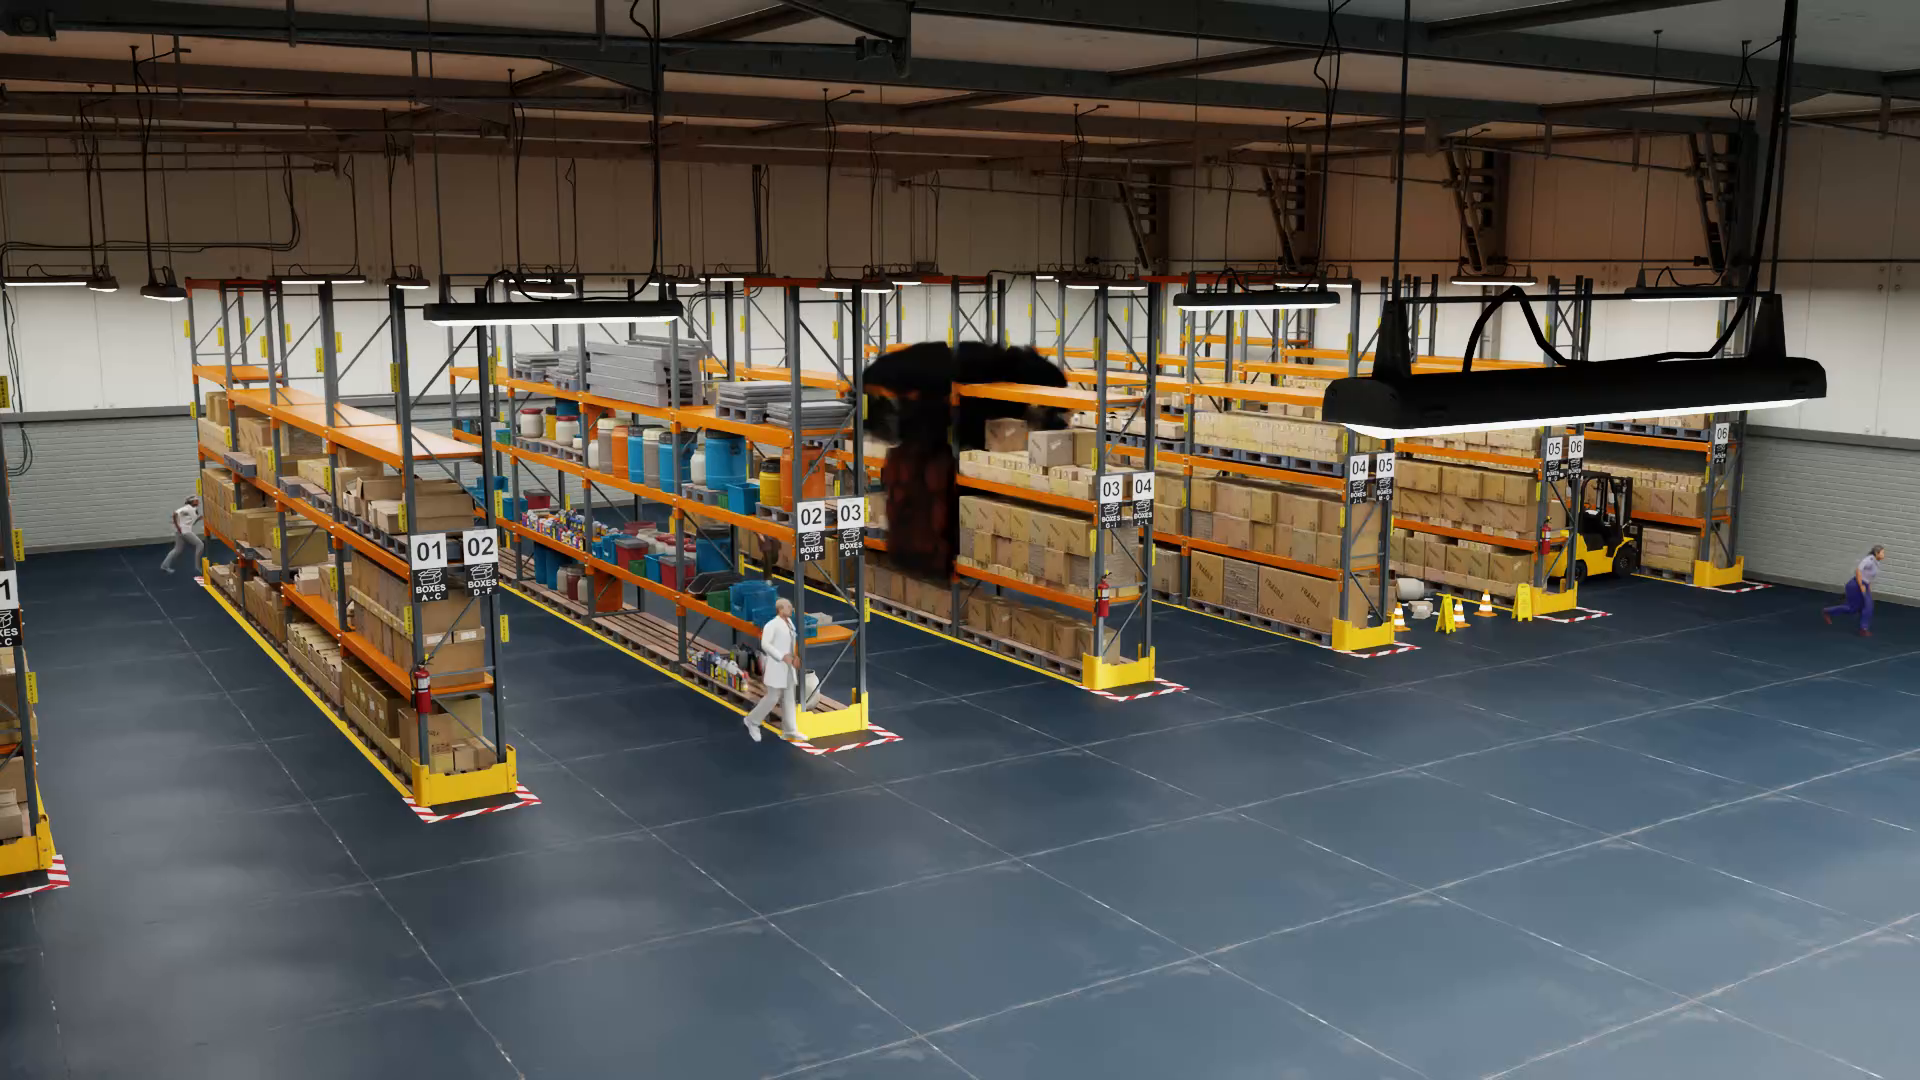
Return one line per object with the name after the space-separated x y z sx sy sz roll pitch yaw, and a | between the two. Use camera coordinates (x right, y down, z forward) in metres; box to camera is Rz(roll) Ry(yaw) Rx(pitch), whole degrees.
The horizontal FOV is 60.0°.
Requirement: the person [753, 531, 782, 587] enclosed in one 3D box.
-3.638 -0.034 31.293 0.711 1.768 0.716 -4 11 -25 | person

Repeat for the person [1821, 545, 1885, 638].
15.244 0.858 28.404 0.897 1.586 0.615 6 11 33 | person

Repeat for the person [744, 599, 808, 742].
-2.280 1.652 21.283 0.882 1.812 0.772 4 10 21 | person

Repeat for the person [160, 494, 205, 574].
-15.733 -0.094 33.666 0.909 1.692 0.574 -4 10 -23 | person
